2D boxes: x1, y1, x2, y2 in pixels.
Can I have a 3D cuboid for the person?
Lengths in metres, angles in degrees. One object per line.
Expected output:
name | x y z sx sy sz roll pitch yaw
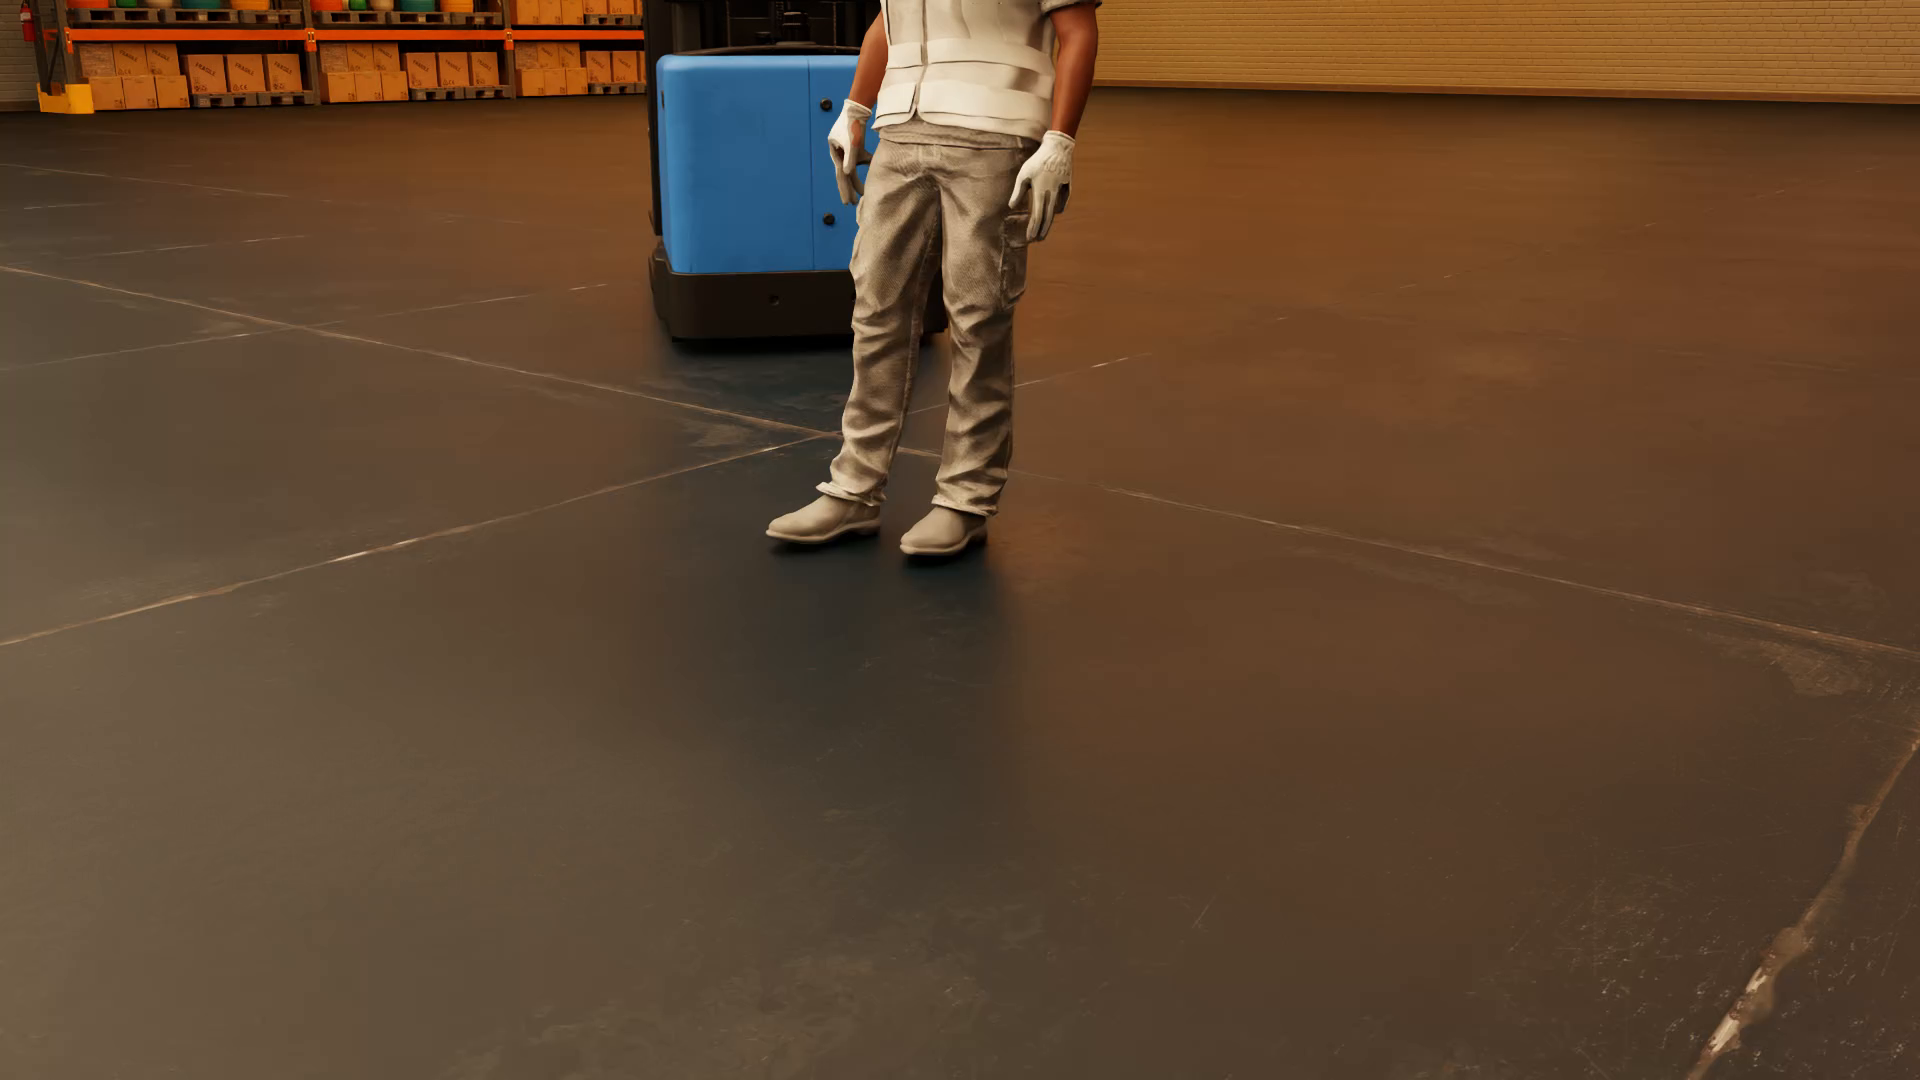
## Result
person | -0.052 -0.845 3.632 0.656 1.784 0.575 13 21 37

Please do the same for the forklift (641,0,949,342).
forklift | -0.848 -2.528 7.223 1.130 2.935 3.031 -3 17 -11
